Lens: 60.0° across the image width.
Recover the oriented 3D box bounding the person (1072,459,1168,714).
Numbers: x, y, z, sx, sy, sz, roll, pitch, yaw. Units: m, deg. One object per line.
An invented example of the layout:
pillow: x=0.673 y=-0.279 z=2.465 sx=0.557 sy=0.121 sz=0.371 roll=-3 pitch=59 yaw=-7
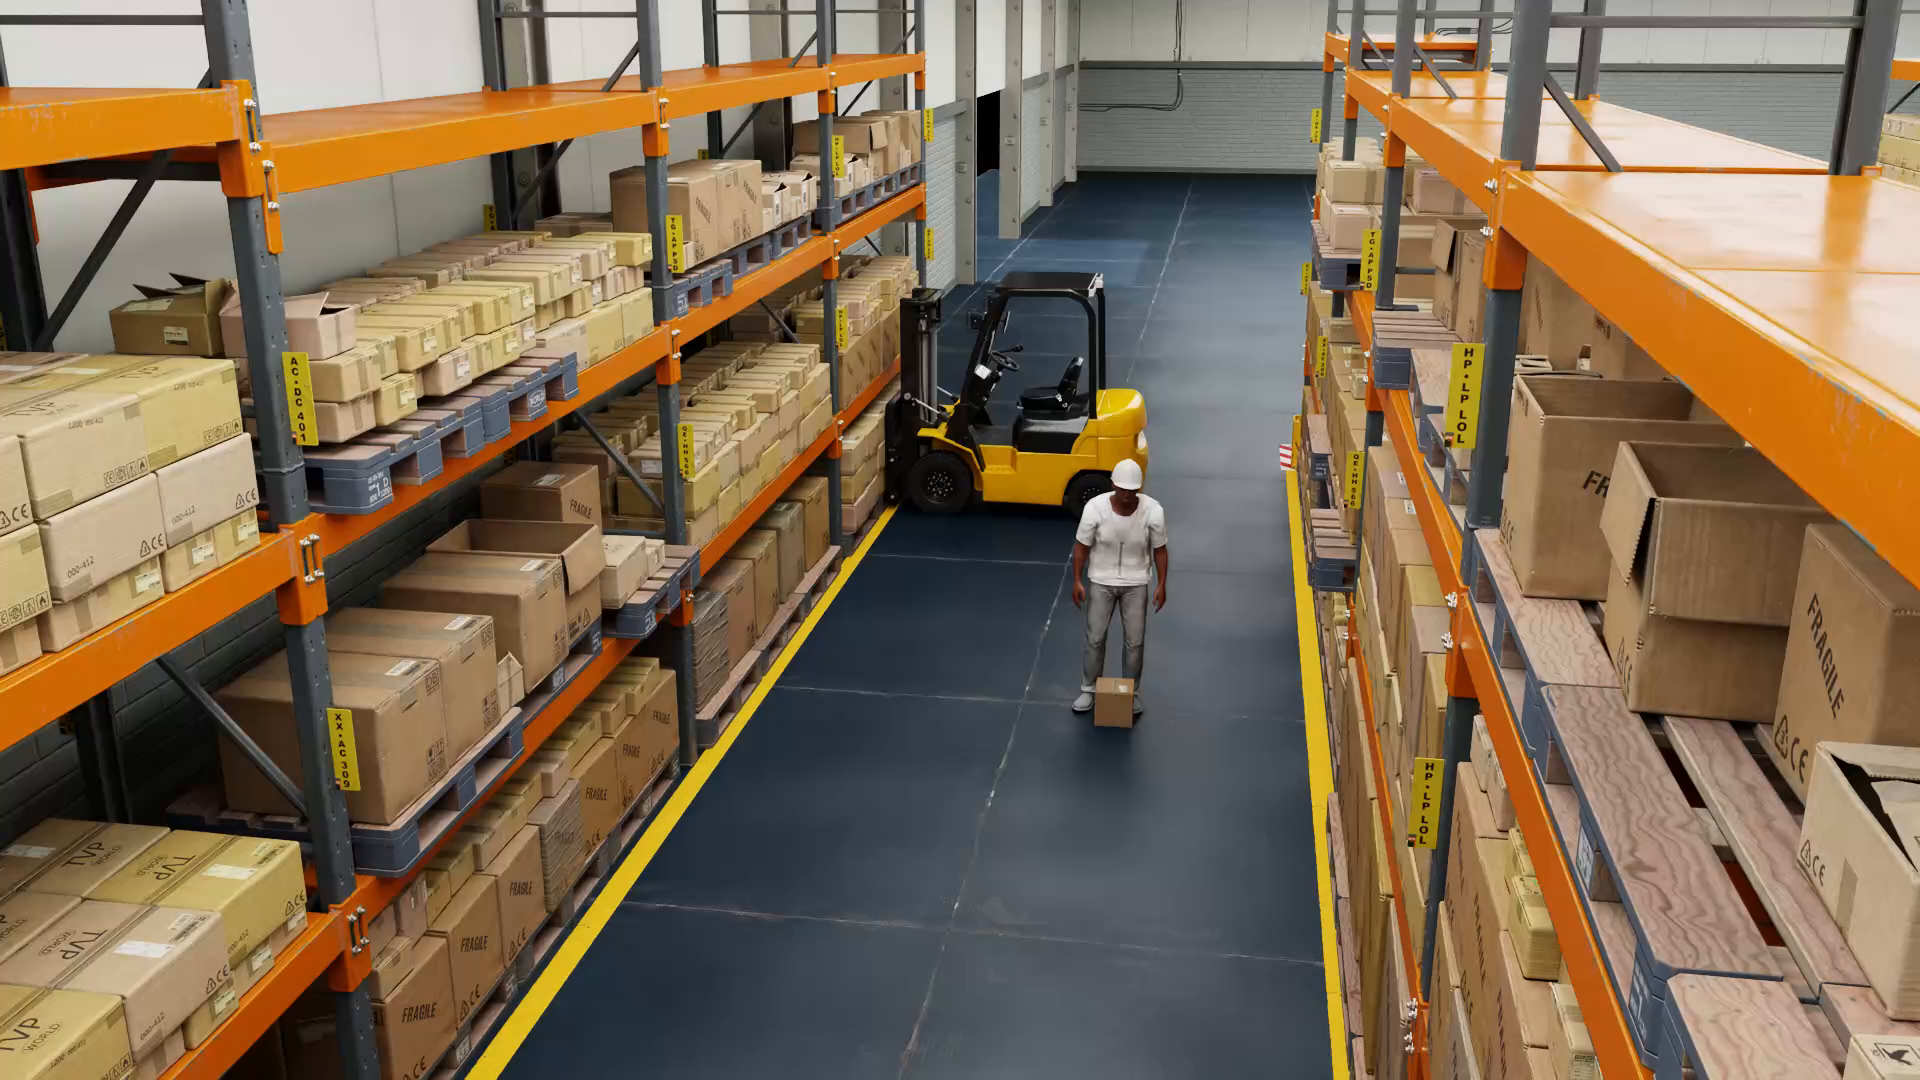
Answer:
person: x=1.064 y=0.300 z=11.090 sx=0.633 sy=1.759 sz=0.462 roll=2 pitch=18 yaw=5
